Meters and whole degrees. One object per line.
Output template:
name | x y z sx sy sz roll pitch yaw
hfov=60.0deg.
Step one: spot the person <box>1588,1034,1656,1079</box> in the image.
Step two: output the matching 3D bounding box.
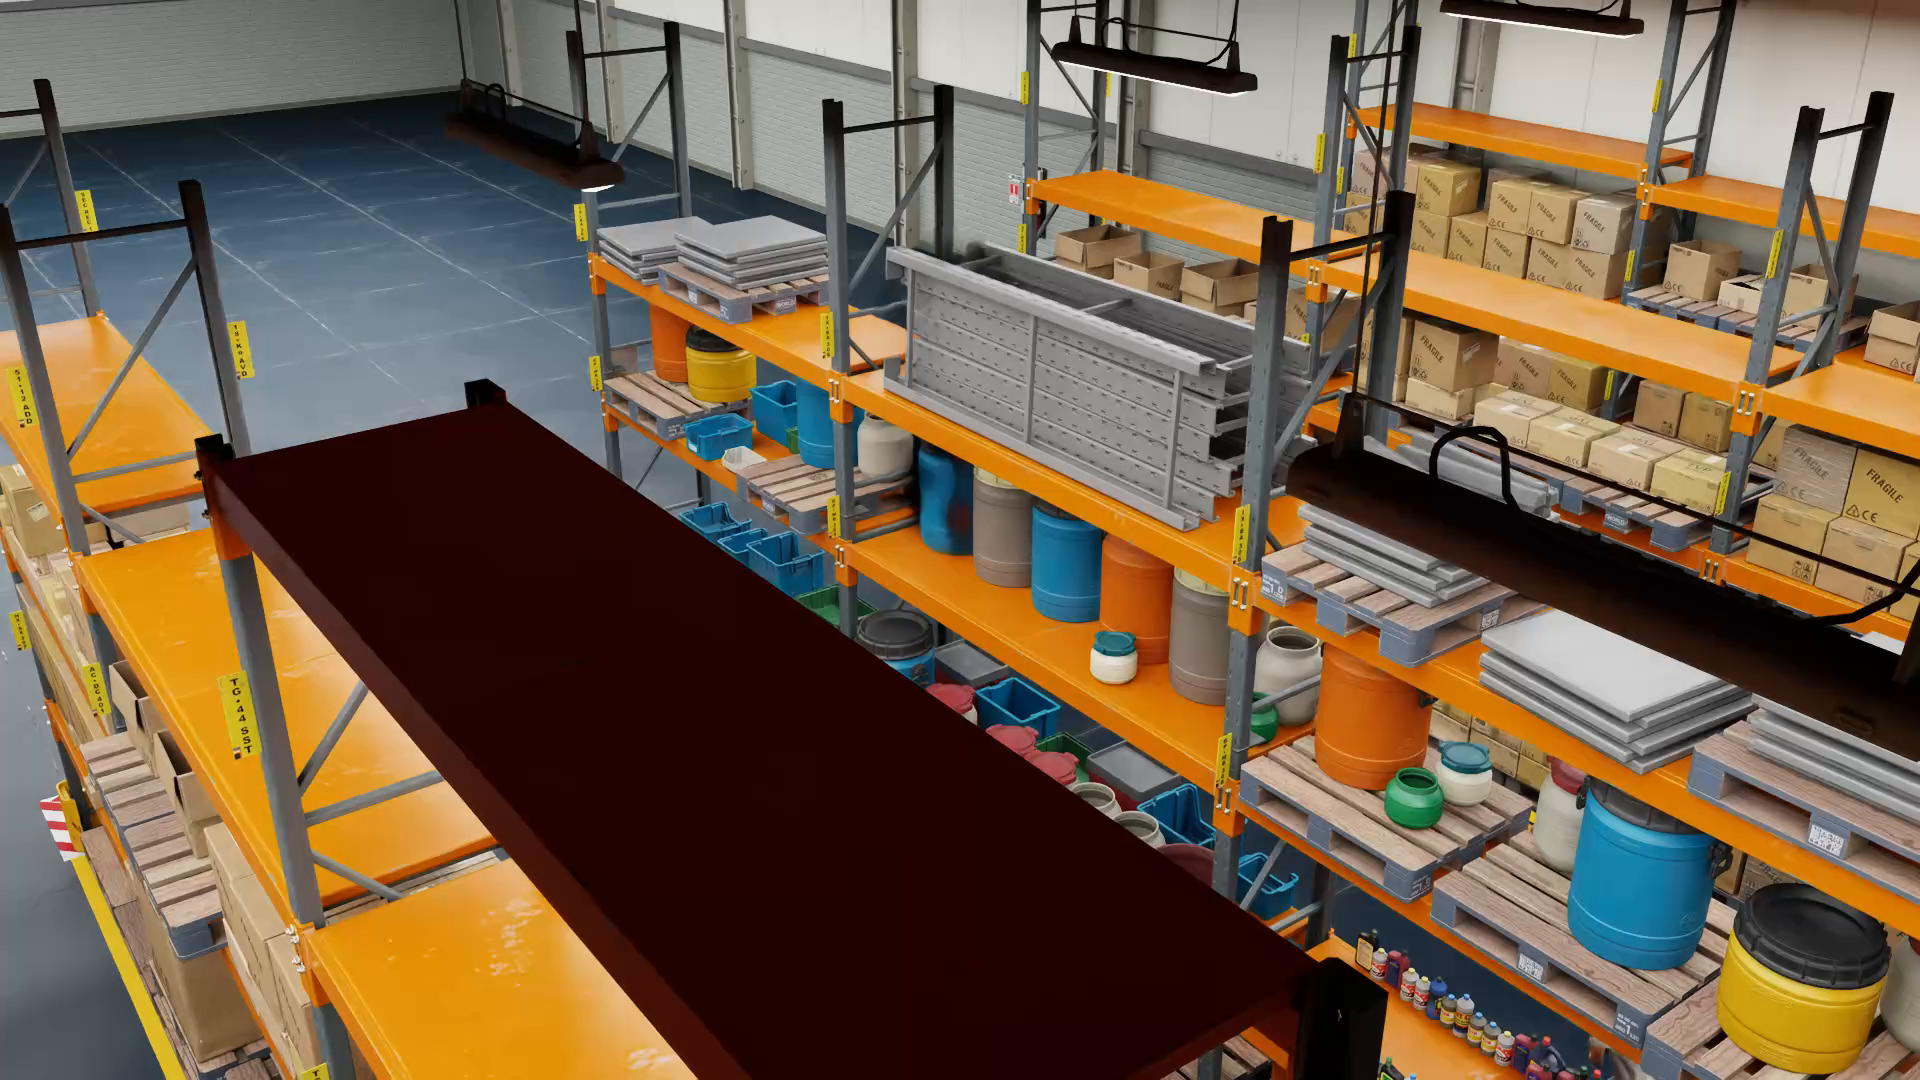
person | 4.125 3.359 9.956 0.567 1.510 1.037 -11 27 -22
